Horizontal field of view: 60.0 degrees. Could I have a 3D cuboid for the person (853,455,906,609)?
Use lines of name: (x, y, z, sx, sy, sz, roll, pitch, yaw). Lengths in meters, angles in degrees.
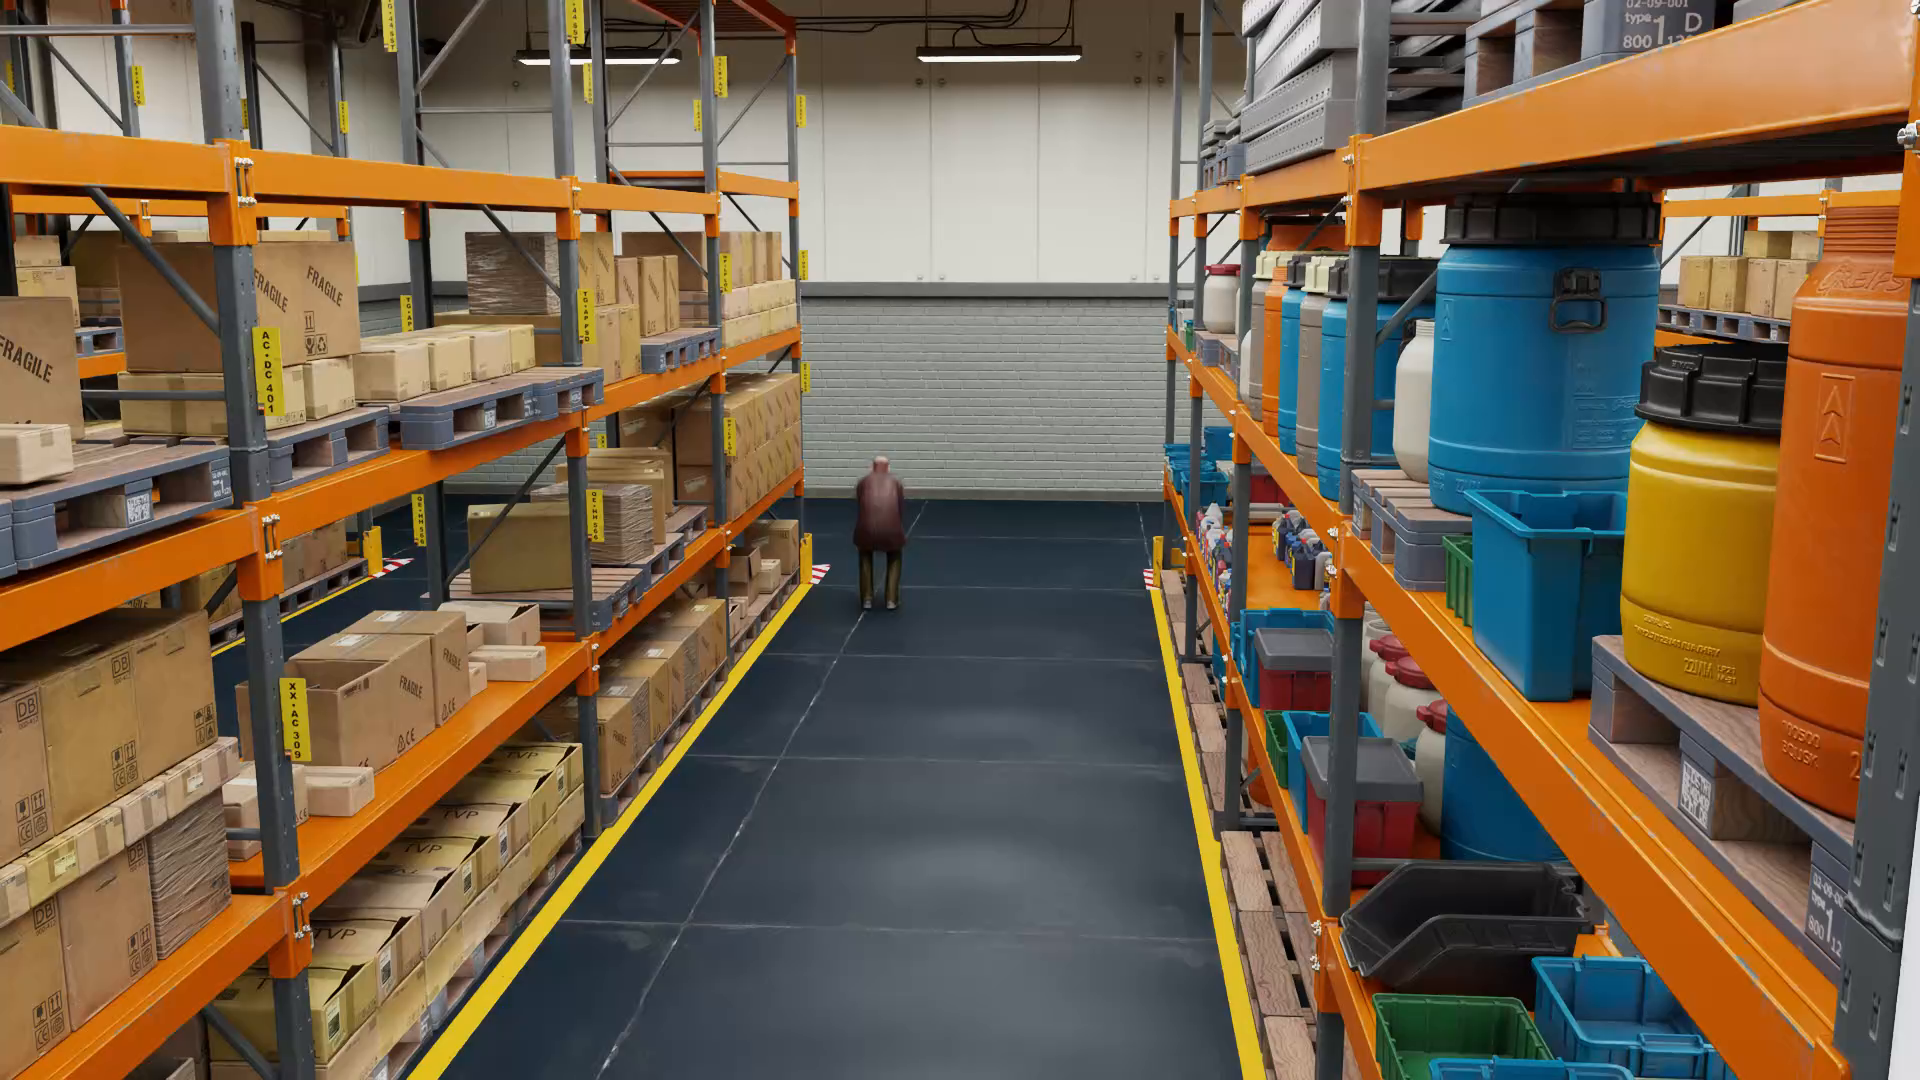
person: (-0.817, -0.079, 17.173, 0.555, 1.495, 0.806, 0, 11, 2)
